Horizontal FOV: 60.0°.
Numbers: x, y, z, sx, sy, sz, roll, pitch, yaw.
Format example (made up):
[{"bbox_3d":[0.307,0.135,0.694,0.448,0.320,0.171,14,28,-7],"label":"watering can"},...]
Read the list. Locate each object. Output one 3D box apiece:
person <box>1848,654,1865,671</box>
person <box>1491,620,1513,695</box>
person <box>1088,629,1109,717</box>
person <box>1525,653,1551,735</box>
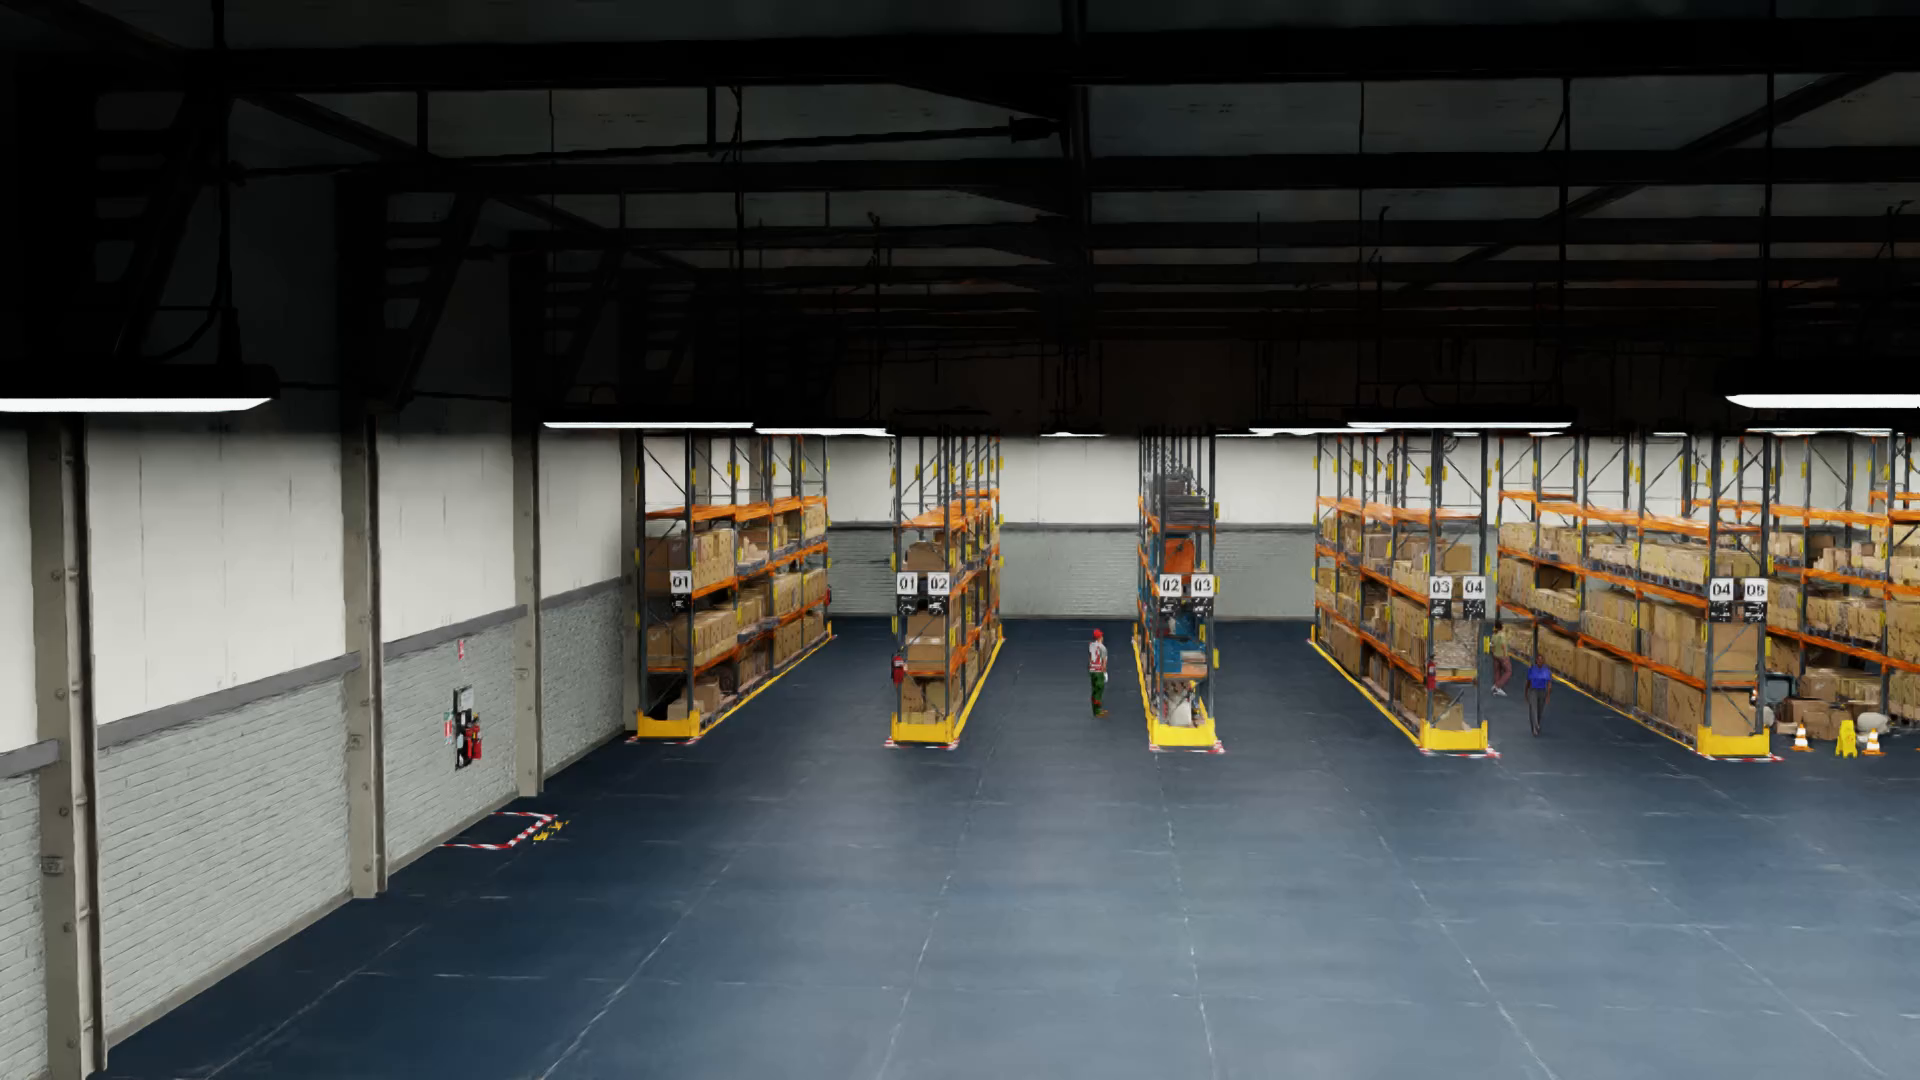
[{"bbox_3d":[21.451,2.405,39.648,0.504,1.784,0.640,-2,4,-27],"label":"person"},{"bbox_3d":[12.046,2.632,37.098,0.432,1.664,0.503,-1,4,-23],"label":"person"},{"bbox_3d":[2.889,2.723,34.301,0.450,1.789,0.605,-2,4,-26],"label":"person"},{"bbox_3d":[11.200,2.957,32.184,0.443,1.572,1.092,0,4,8],"label":"person"}]
